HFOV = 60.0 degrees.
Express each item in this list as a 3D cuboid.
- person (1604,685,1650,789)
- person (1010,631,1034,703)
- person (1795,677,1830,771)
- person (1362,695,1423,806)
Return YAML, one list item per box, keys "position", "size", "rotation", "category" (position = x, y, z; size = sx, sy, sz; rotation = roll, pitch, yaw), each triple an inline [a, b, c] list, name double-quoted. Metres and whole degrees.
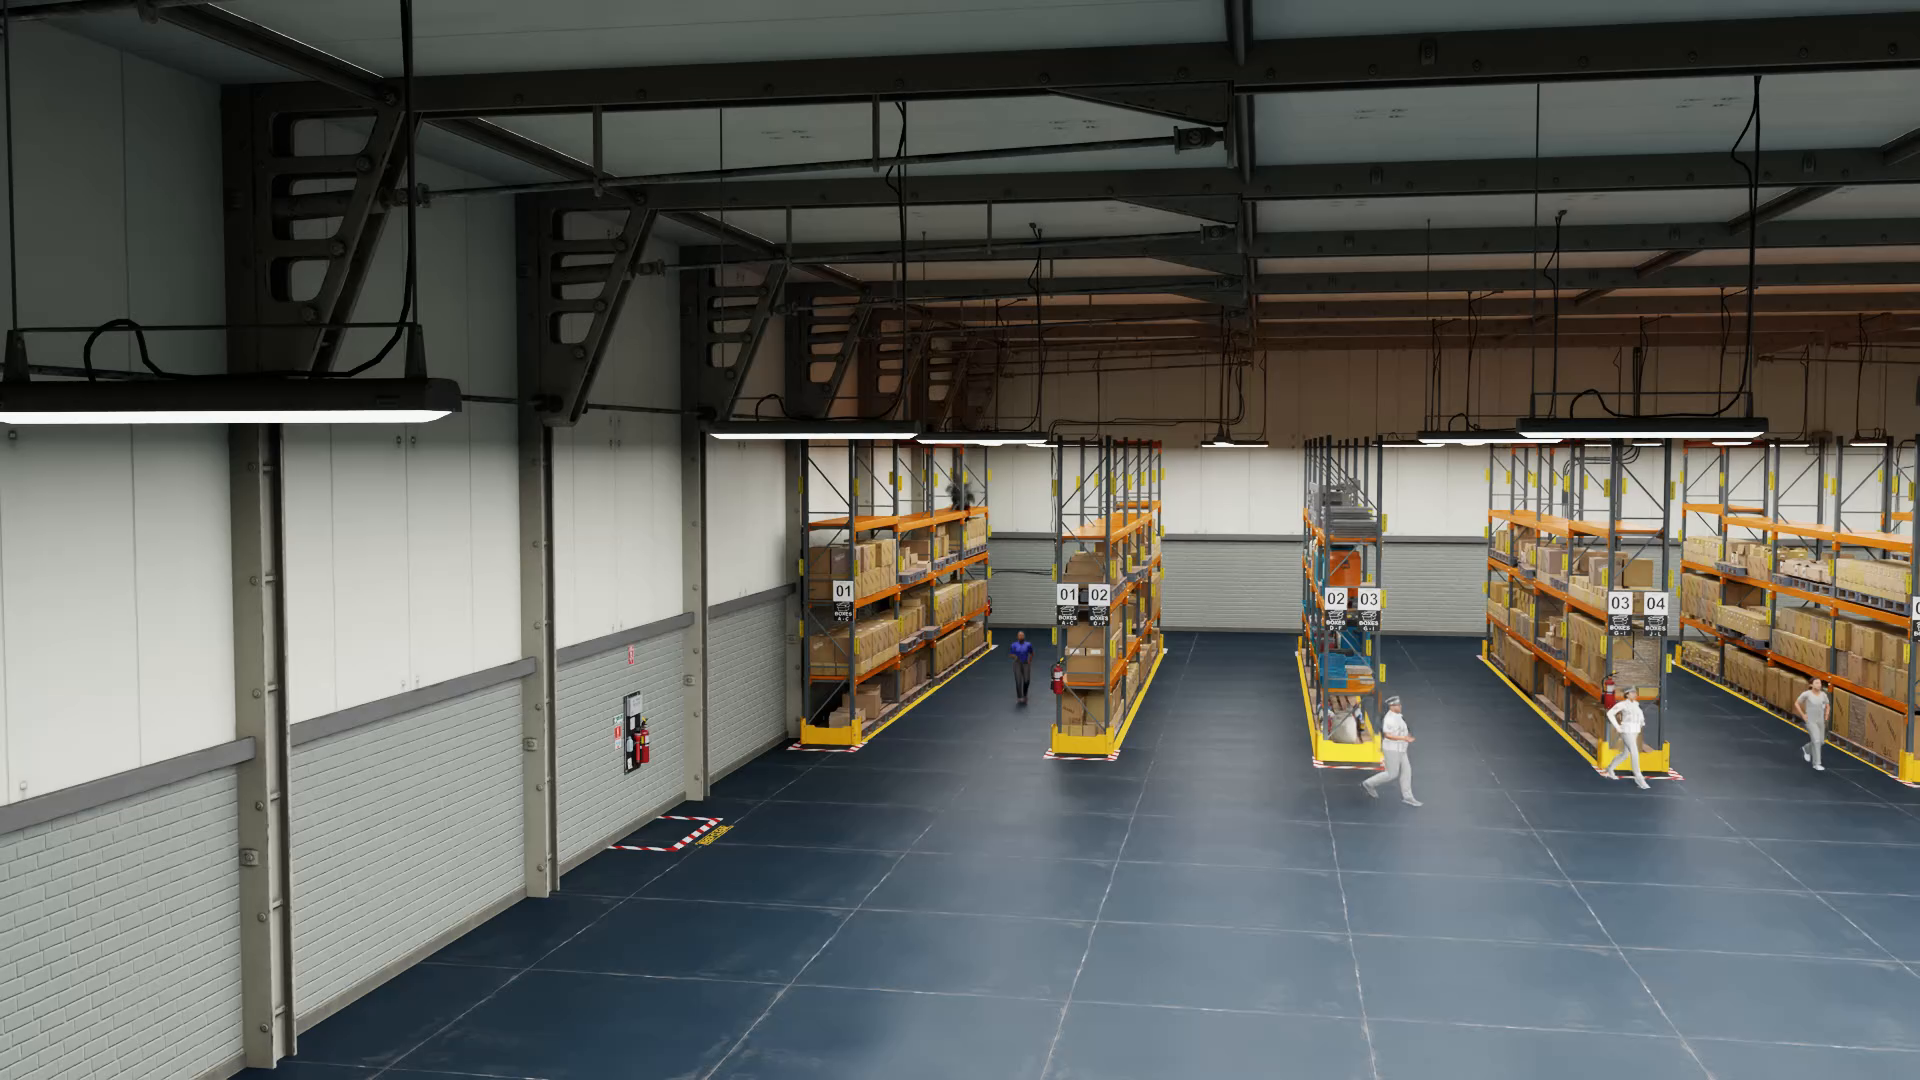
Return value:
- position: [11.470, 3.333, 28.458]
  size: [0.659, 1.728, 0.879]
  rotation: [-2, 4, -38]
  category: "person"
- position: [1.401, 2.877, 37.514]
  size: [0.561, 1.636, 0.599]
  rotation: [0, 3, -1]
  category: "person"
- position: [15.341, 3.272, 29.930]
  size: [0.585, 1.652, 0.768]
  rotation: [0, 3, -1]
  category: "person"
- position: [6.991, 3.383, 26.806]
  size: [0.954, 1.776, 0.664]
  rotation: [2, 4, 30]
  category: "person"
